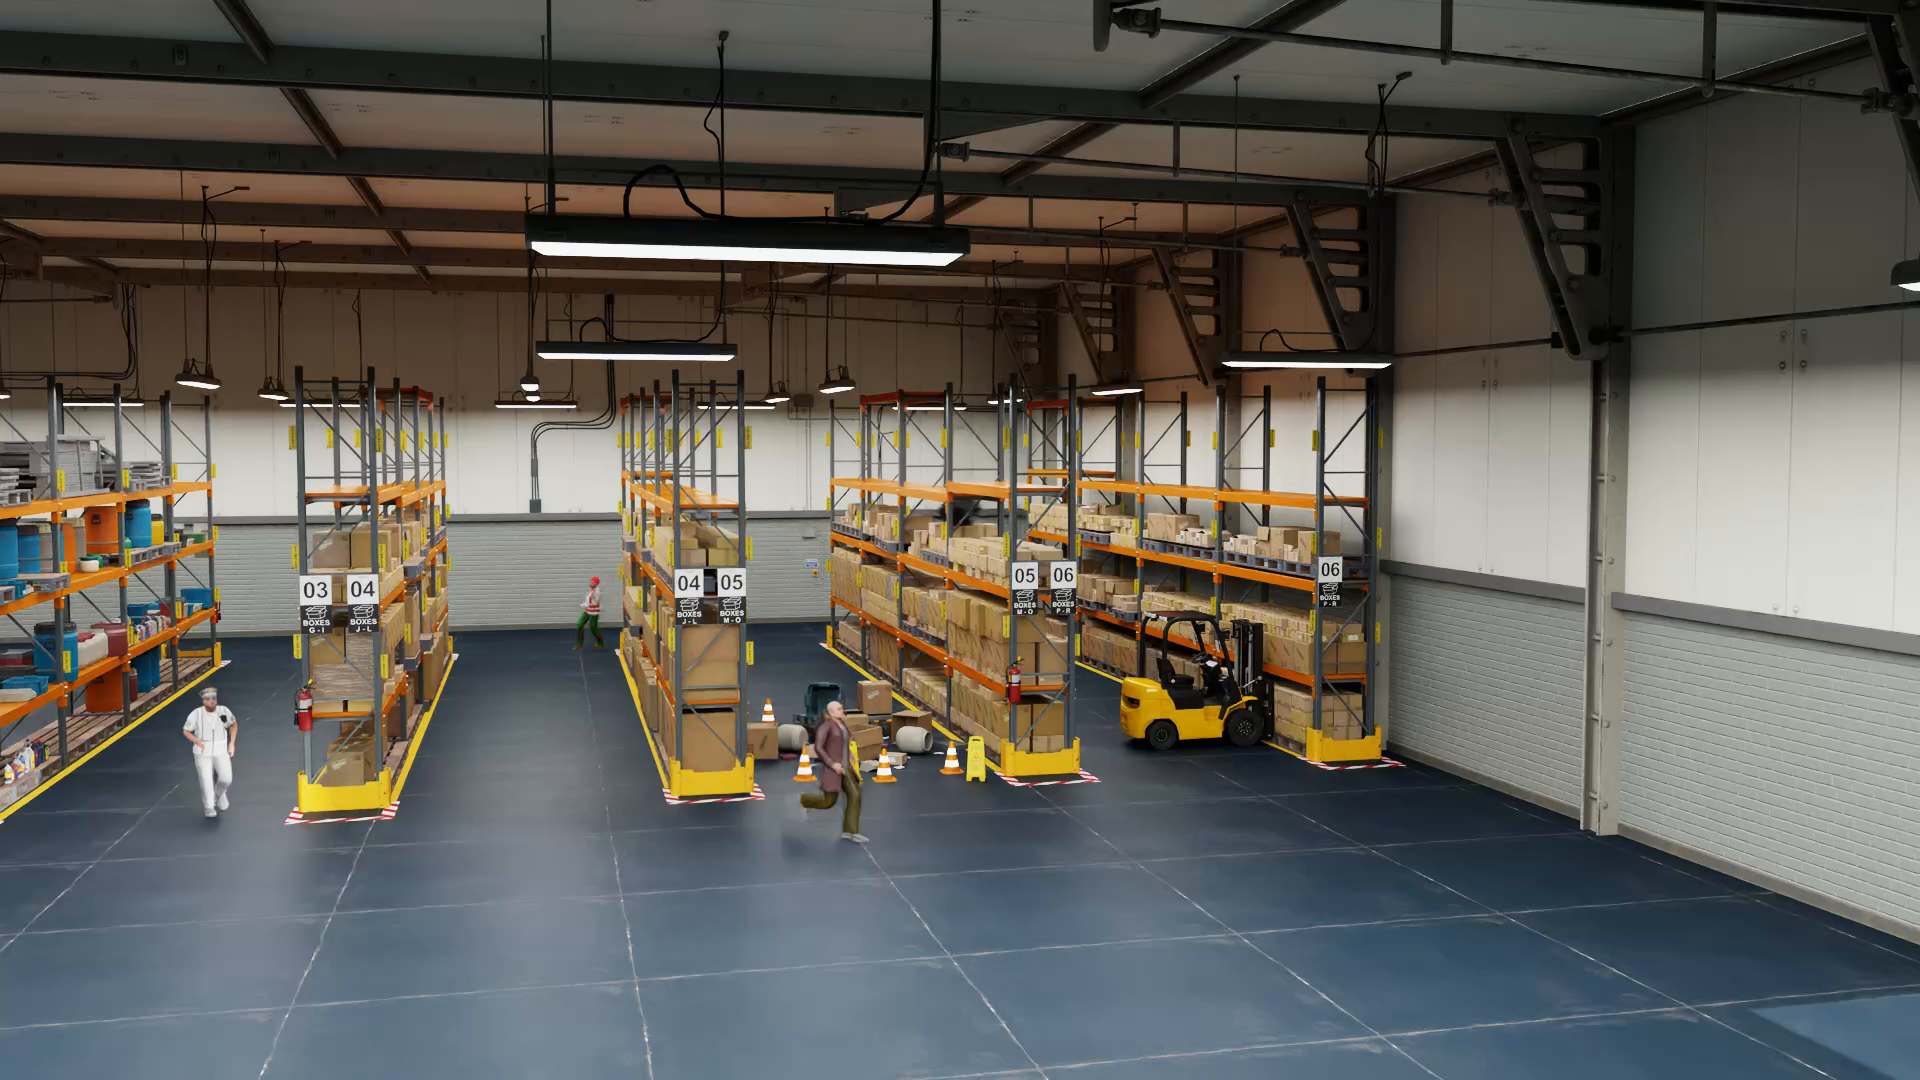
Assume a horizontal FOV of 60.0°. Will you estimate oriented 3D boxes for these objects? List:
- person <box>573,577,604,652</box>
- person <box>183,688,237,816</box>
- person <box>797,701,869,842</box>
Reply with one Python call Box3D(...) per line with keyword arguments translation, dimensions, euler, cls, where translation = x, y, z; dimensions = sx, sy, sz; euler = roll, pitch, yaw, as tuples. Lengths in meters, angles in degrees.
Box3D(translation=(-8.755, 1.753, 39.470), dimensions=(0.809, 1.764, 0.689), euler=(-3, 5, -42), cls="person")
Box3D(translation=(-9.942, 2.816, 22.124), dimensions=(0.682, 1.737, 0.616), euler=(-2, 4, -33), cls="person")
Box3D(translation=(-1.592, 2.901, 20.960), dimensions=(1.009, 1.752, 0.702), euler=(2, 4, 34), cls="person")
